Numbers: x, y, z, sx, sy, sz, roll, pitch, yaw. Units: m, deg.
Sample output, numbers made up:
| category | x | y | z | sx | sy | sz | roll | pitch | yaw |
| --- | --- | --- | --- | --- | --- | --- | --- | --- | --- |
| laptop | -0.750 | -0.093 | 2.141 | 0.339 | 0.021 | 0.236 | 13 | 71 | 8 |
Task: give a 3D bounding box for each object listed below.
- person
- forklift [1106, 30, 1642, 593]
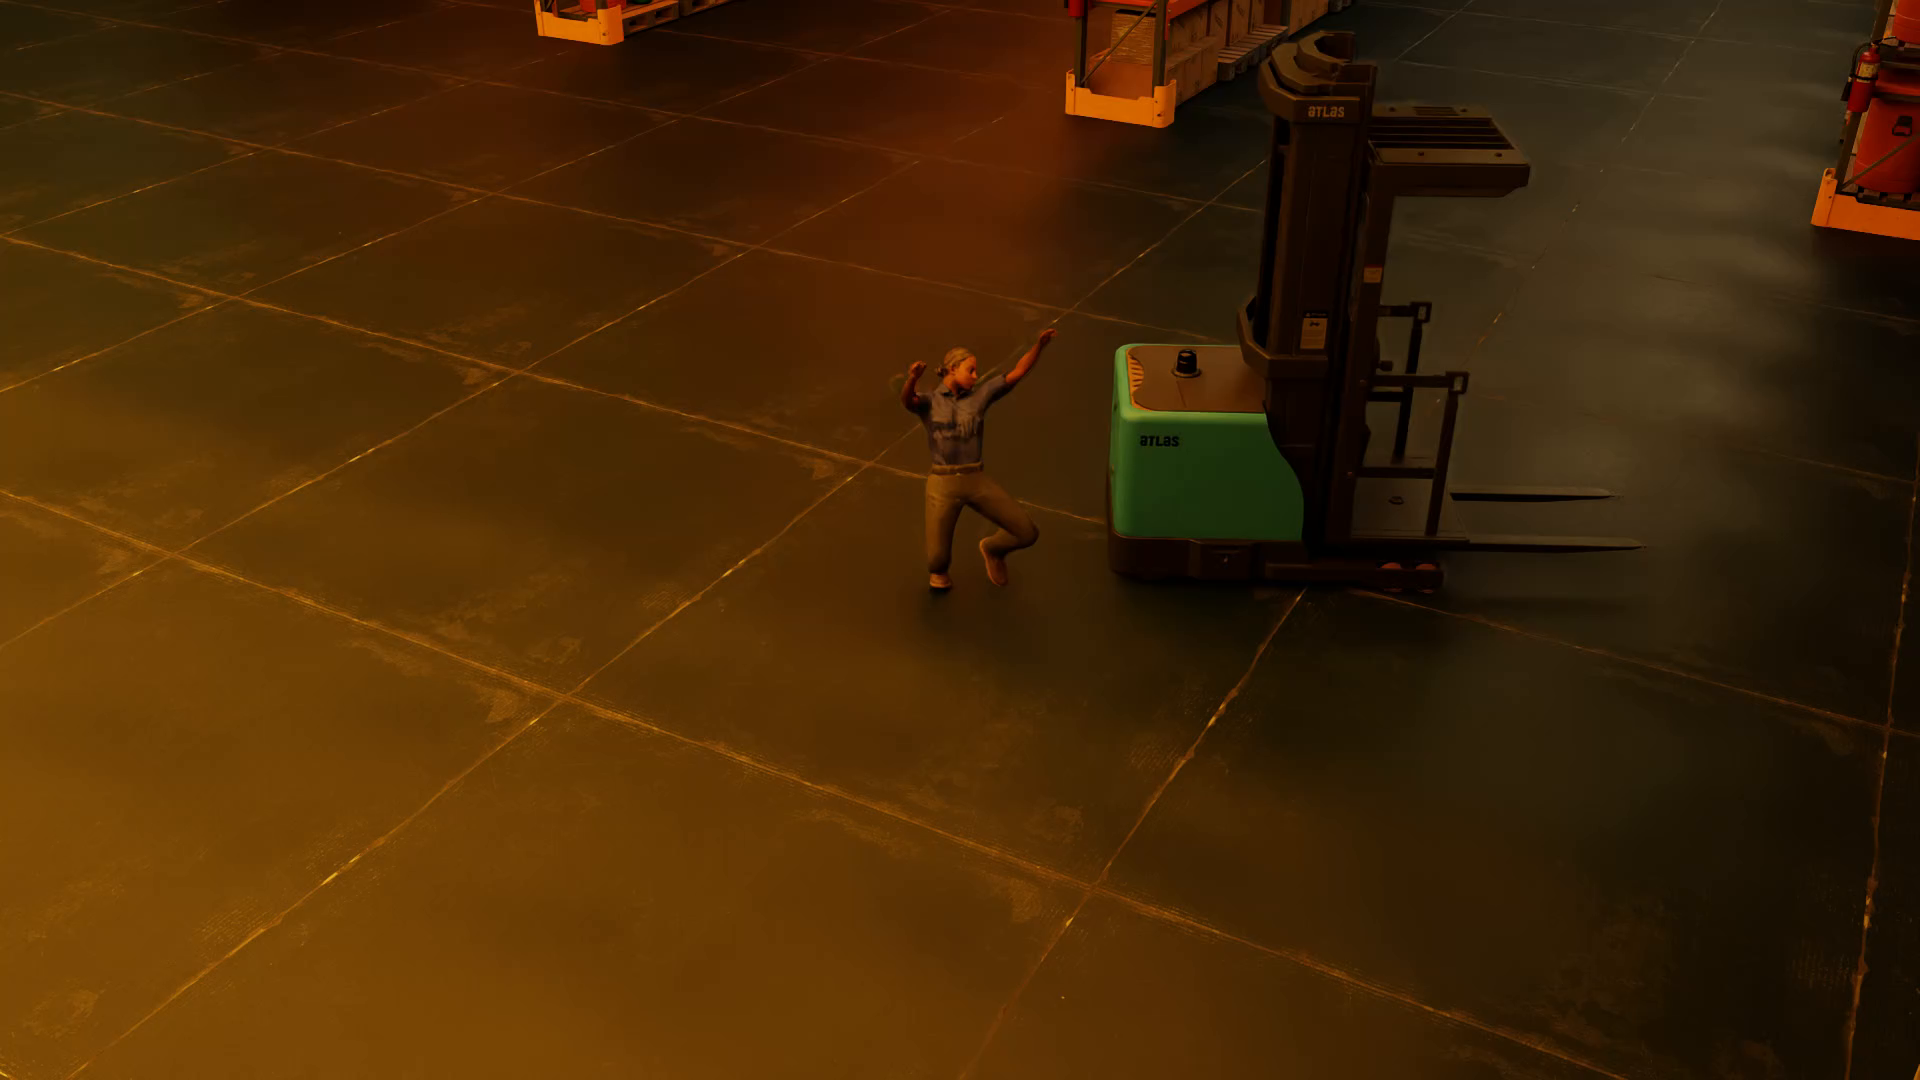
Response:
| category | x | y | z | sx | sy | sz | roll | pitch | yaw |
| --- | --- | --- | --- | --- | --- | --- | --- | --- | --- |
| person | 0.092 | -0.415 | 9.182 | 0.884 | 1.563 | 0.707 | -9 | 31 | -15 |
| forklift | 2.400 | -1.240 | 9.219 | 3.031 | 2.935 | 1.130 | 1 | 30 | 2 |
